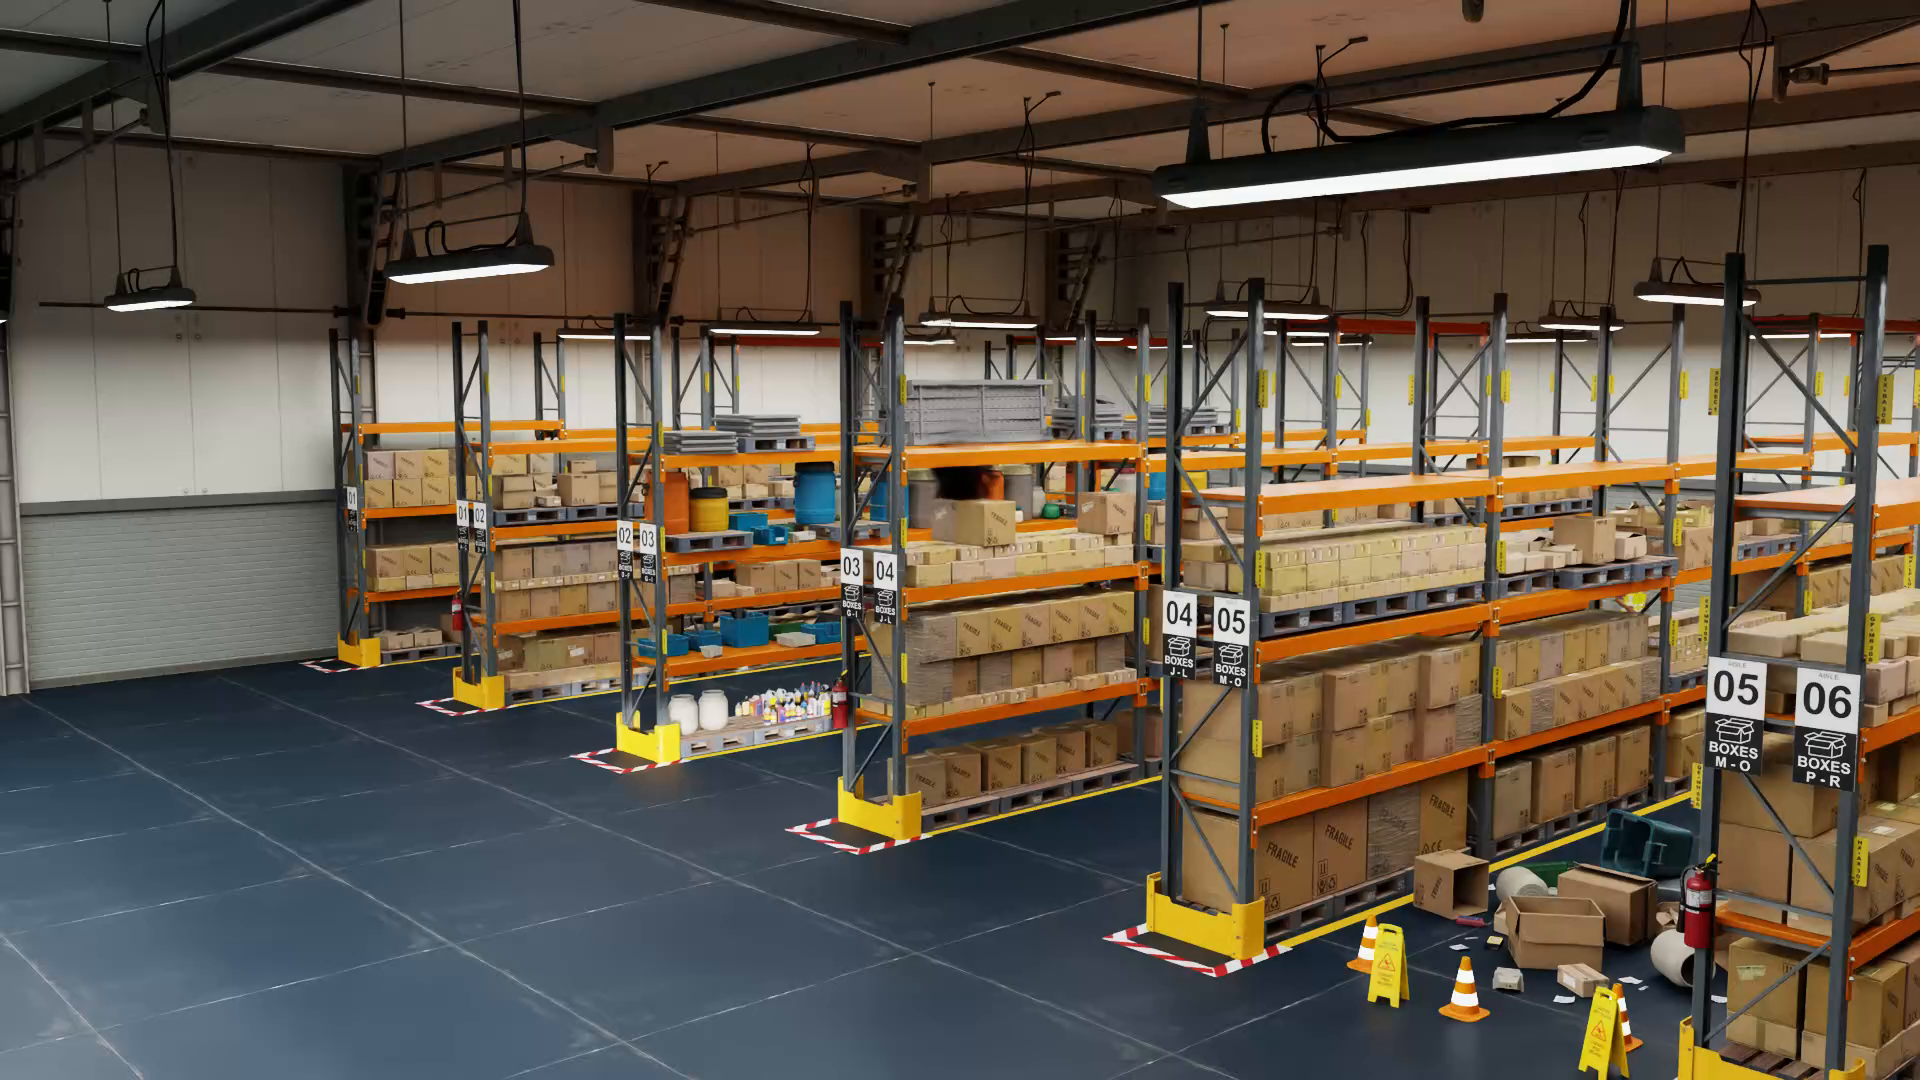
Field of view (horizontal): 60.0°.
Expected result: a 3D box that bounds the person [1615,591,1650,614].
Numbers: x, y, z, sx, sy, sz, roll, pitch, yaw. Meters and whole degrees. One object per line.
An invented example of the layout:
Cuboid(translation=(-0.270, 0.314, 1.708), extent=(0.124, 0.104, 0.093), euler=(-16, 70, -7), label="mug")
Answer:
Cuboid(translation=(12.205, 1.330, 30.070), extent=(0.716, 1.750, 0.645), euler=(-1, 6, -9), label="person")
